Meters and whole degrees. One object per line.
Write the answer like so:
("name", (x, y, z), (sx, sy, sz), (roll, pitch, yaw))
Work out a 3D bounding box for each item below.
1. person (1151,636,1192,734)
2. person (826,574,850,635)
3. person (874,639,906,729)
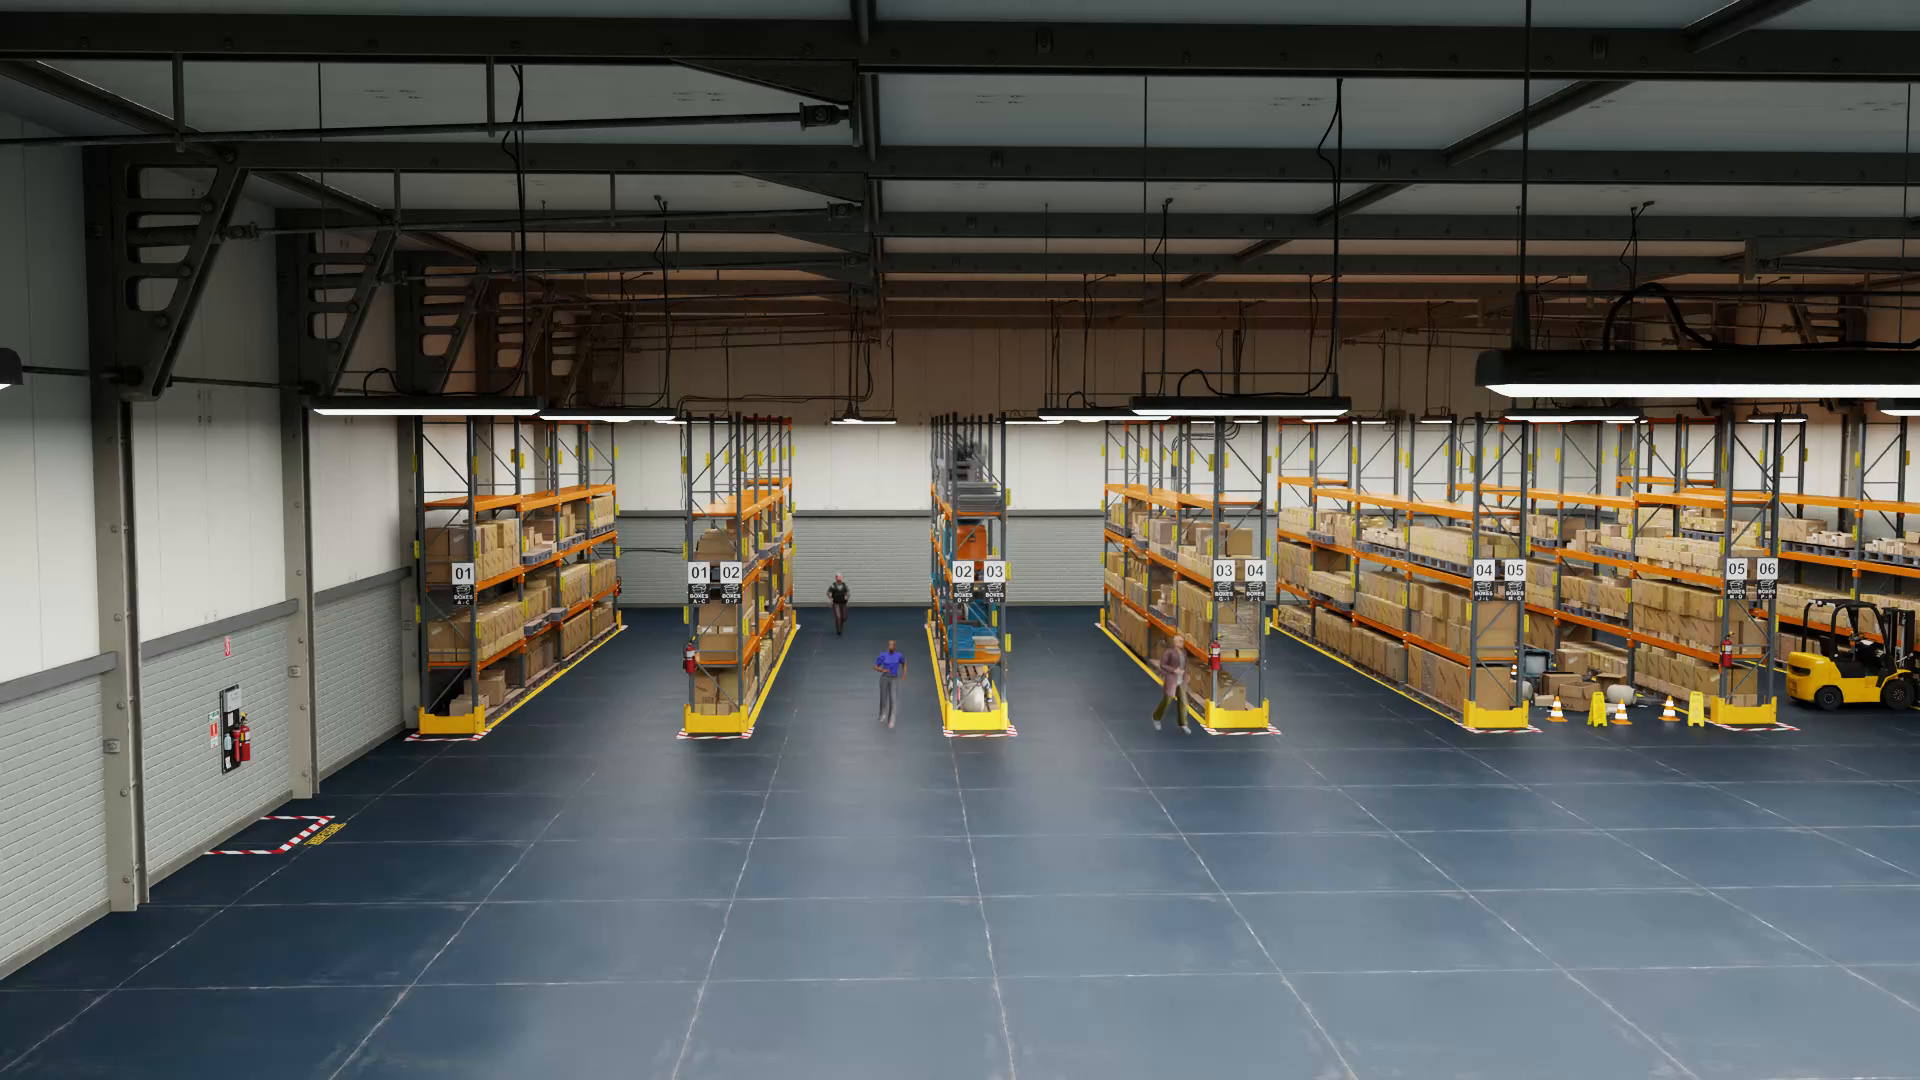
("person", (4.065, 2.690, 31.252), (0.742, 1.797, 0.940), (-2, 5, -31))
("person", (-3.344, 1.765, 45.842), (0.665, 1.681, 0.744), (-1, 4, -16))
("person", (-1.327, 2.750, 31.845), (0.637, 1.688, 0.791), (0, 4, -7))
